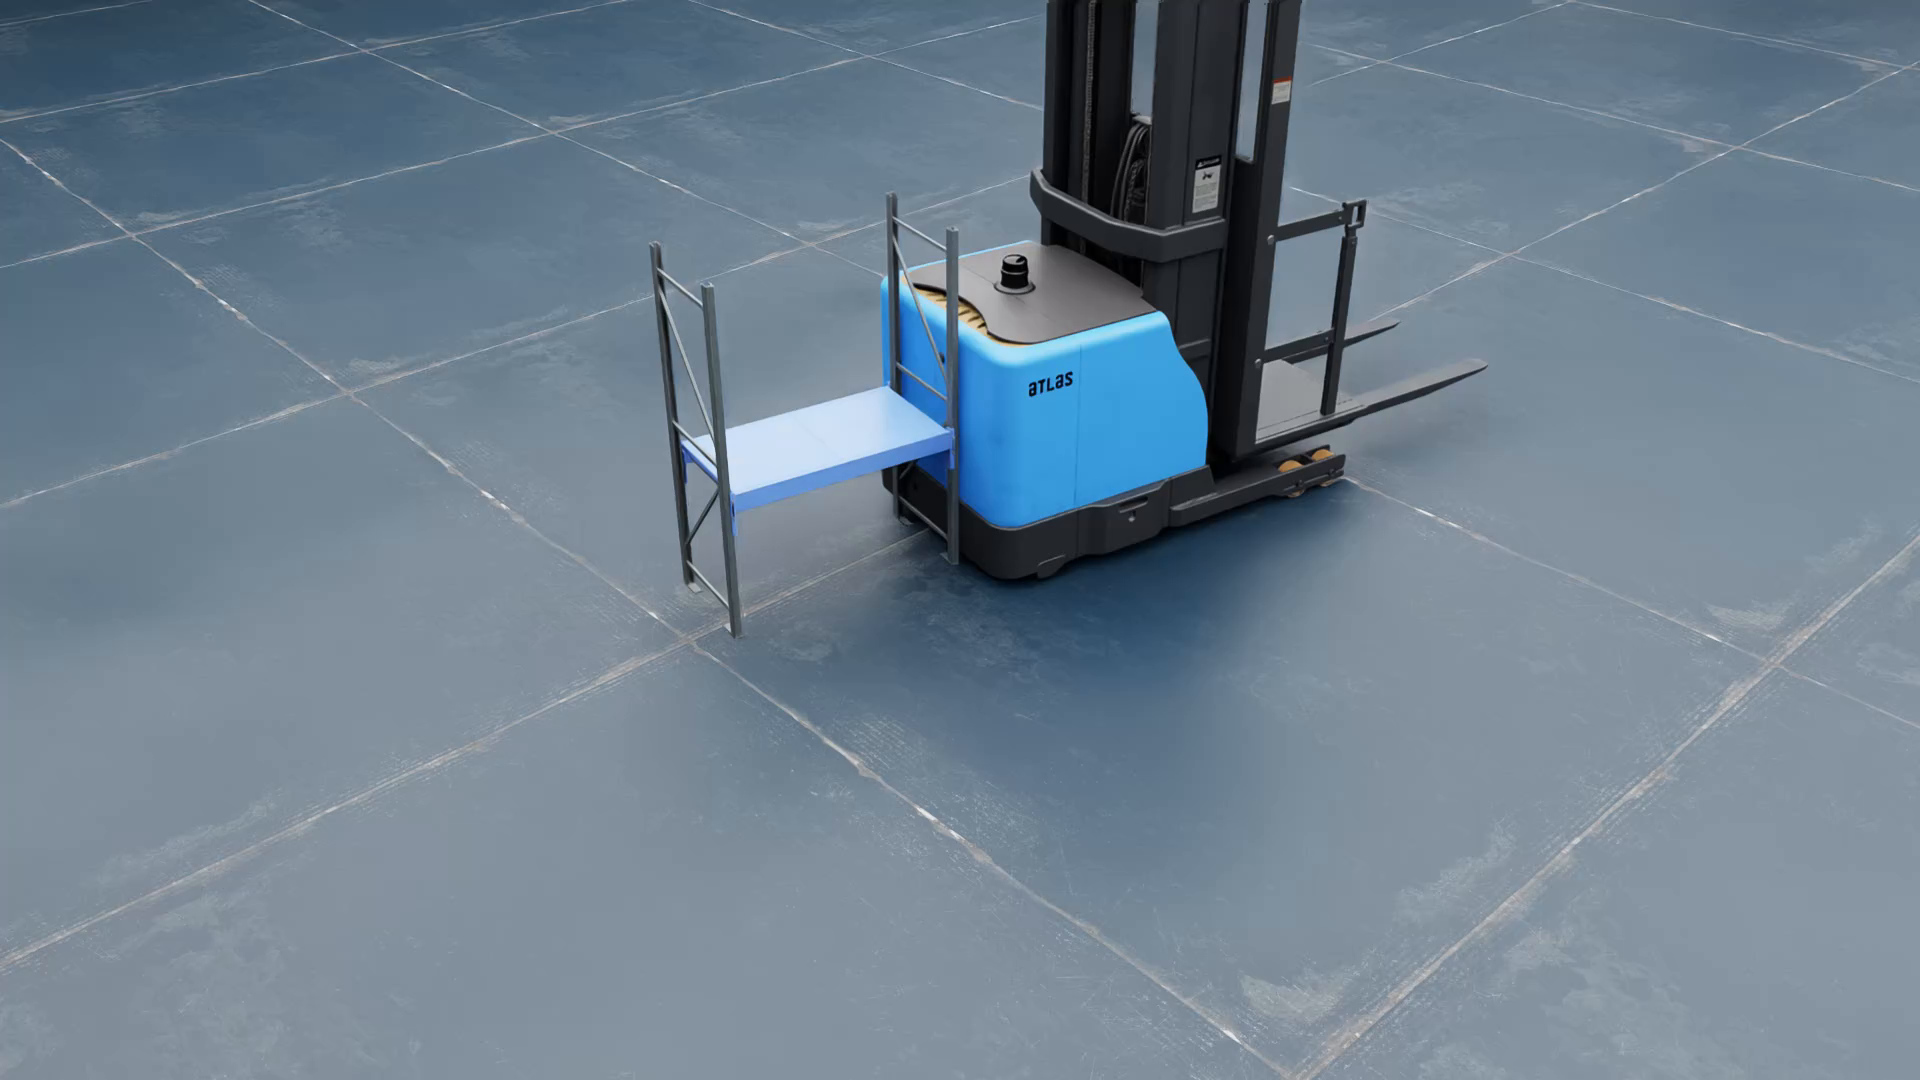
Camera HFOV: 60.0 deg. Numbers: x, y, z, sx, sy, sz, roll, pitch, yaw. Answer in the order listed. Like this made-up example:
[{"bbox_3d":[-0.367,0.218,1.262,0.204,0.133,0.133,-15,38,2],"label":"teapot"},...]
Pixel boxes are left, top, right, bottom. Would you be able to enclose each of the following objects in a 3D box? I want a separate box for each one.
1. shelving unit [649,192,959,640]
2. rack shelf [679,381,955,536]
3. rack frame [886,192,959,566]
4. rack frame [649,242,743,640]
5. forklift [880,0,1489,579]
[{"bbox_3d":[-0.581,-0.500,6.629,1.048,1.500,0.538,-18,36,-27],"label":"shelving unit"},{"bbox_3d":[-0.581,-0.346,6.723,1.000,0.185,0.538,-18,36,-27],"label":"rack shelf"},{"bbox_3d":[-0.151,-0.641,6.861,0.032,1.500,0.500,-18,36,-27],"label":"rack frame"},{"bbox_3d":[-1.010,-0.358,6.398,0.032,1.500,0.500,-18,36,-27],"label":"rack frame"},{"bbox_3d":[1.168,-1.658,7.152,3.031,2.935,1.130,-18,36,-27],"label":"forklift"}]
